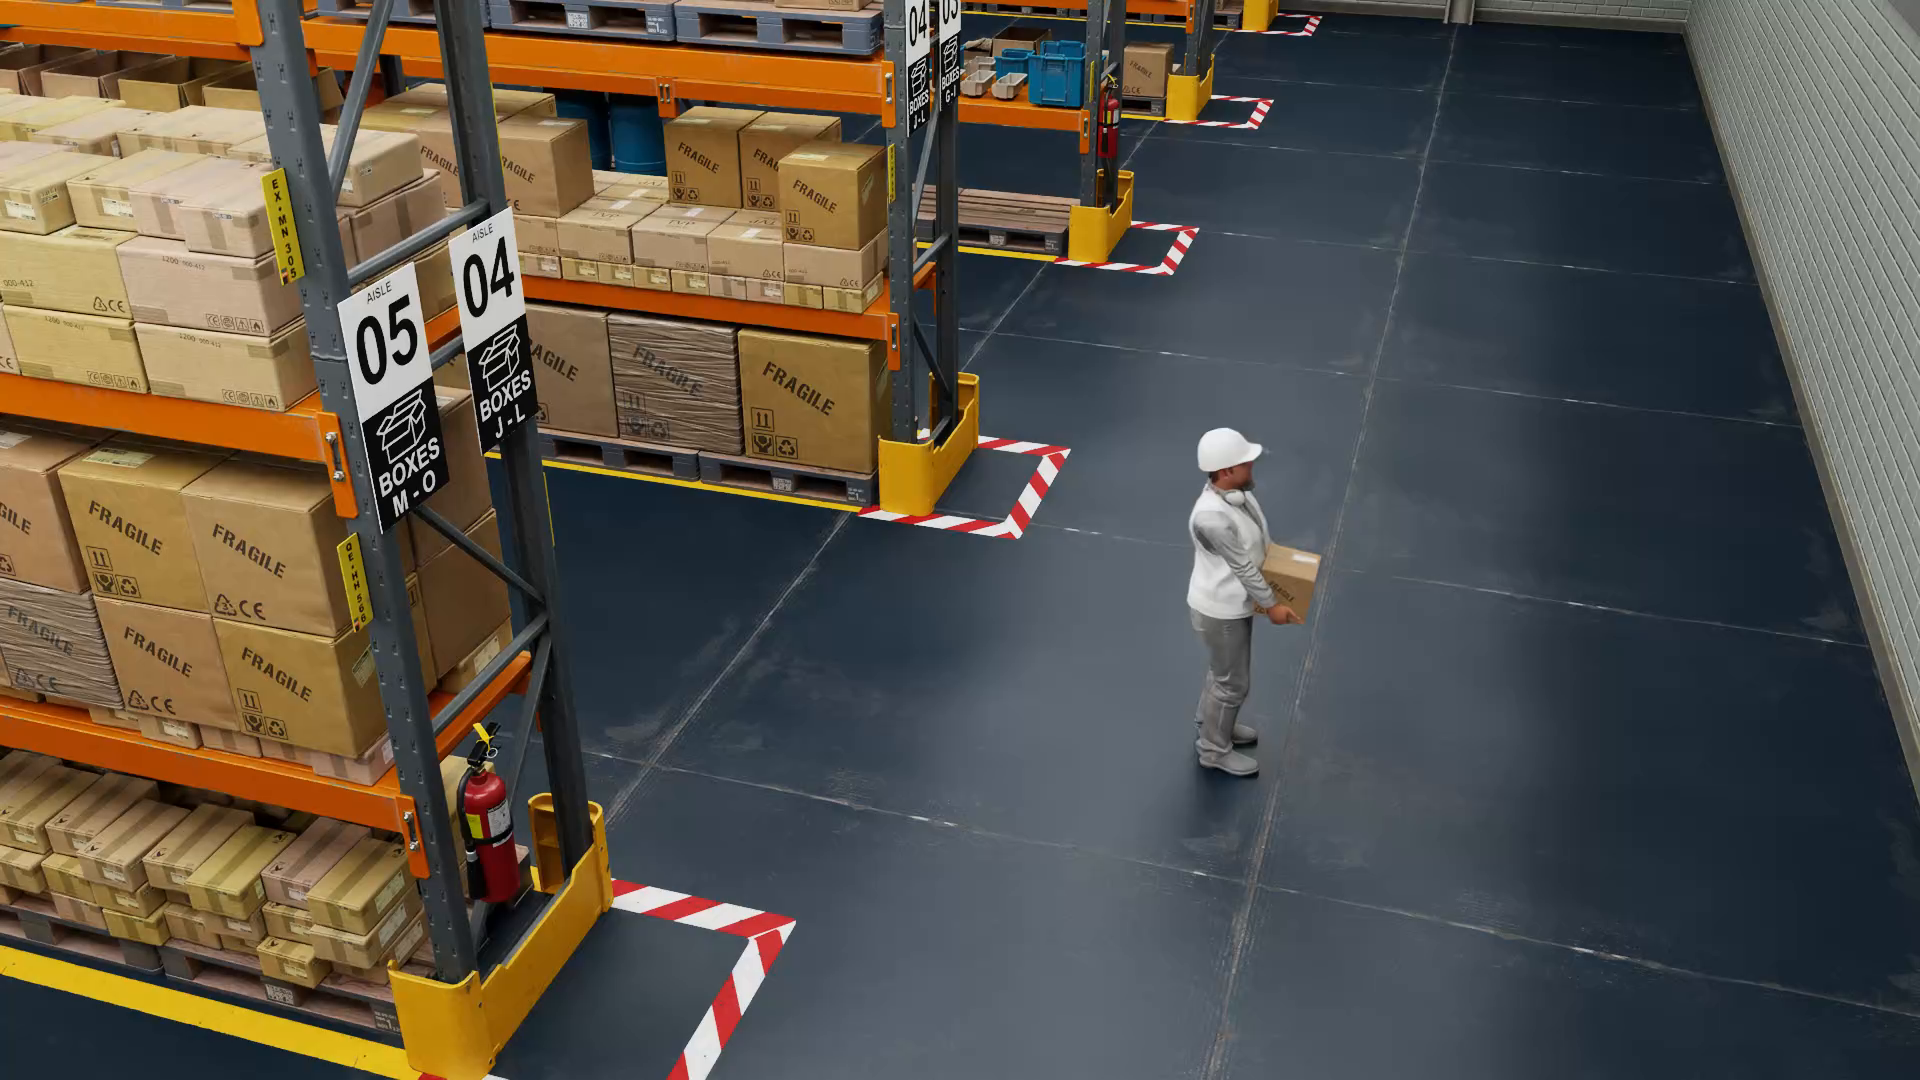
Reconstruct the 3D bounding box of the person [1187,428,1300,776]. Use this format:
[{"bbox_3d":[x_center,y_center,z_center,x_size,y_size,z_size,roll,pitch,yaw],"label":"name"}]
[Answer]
[{"bbox_3d":[1.363,0.295,7.961,0.554,1.762,0.494,9,30,15],"label":"person"}]
